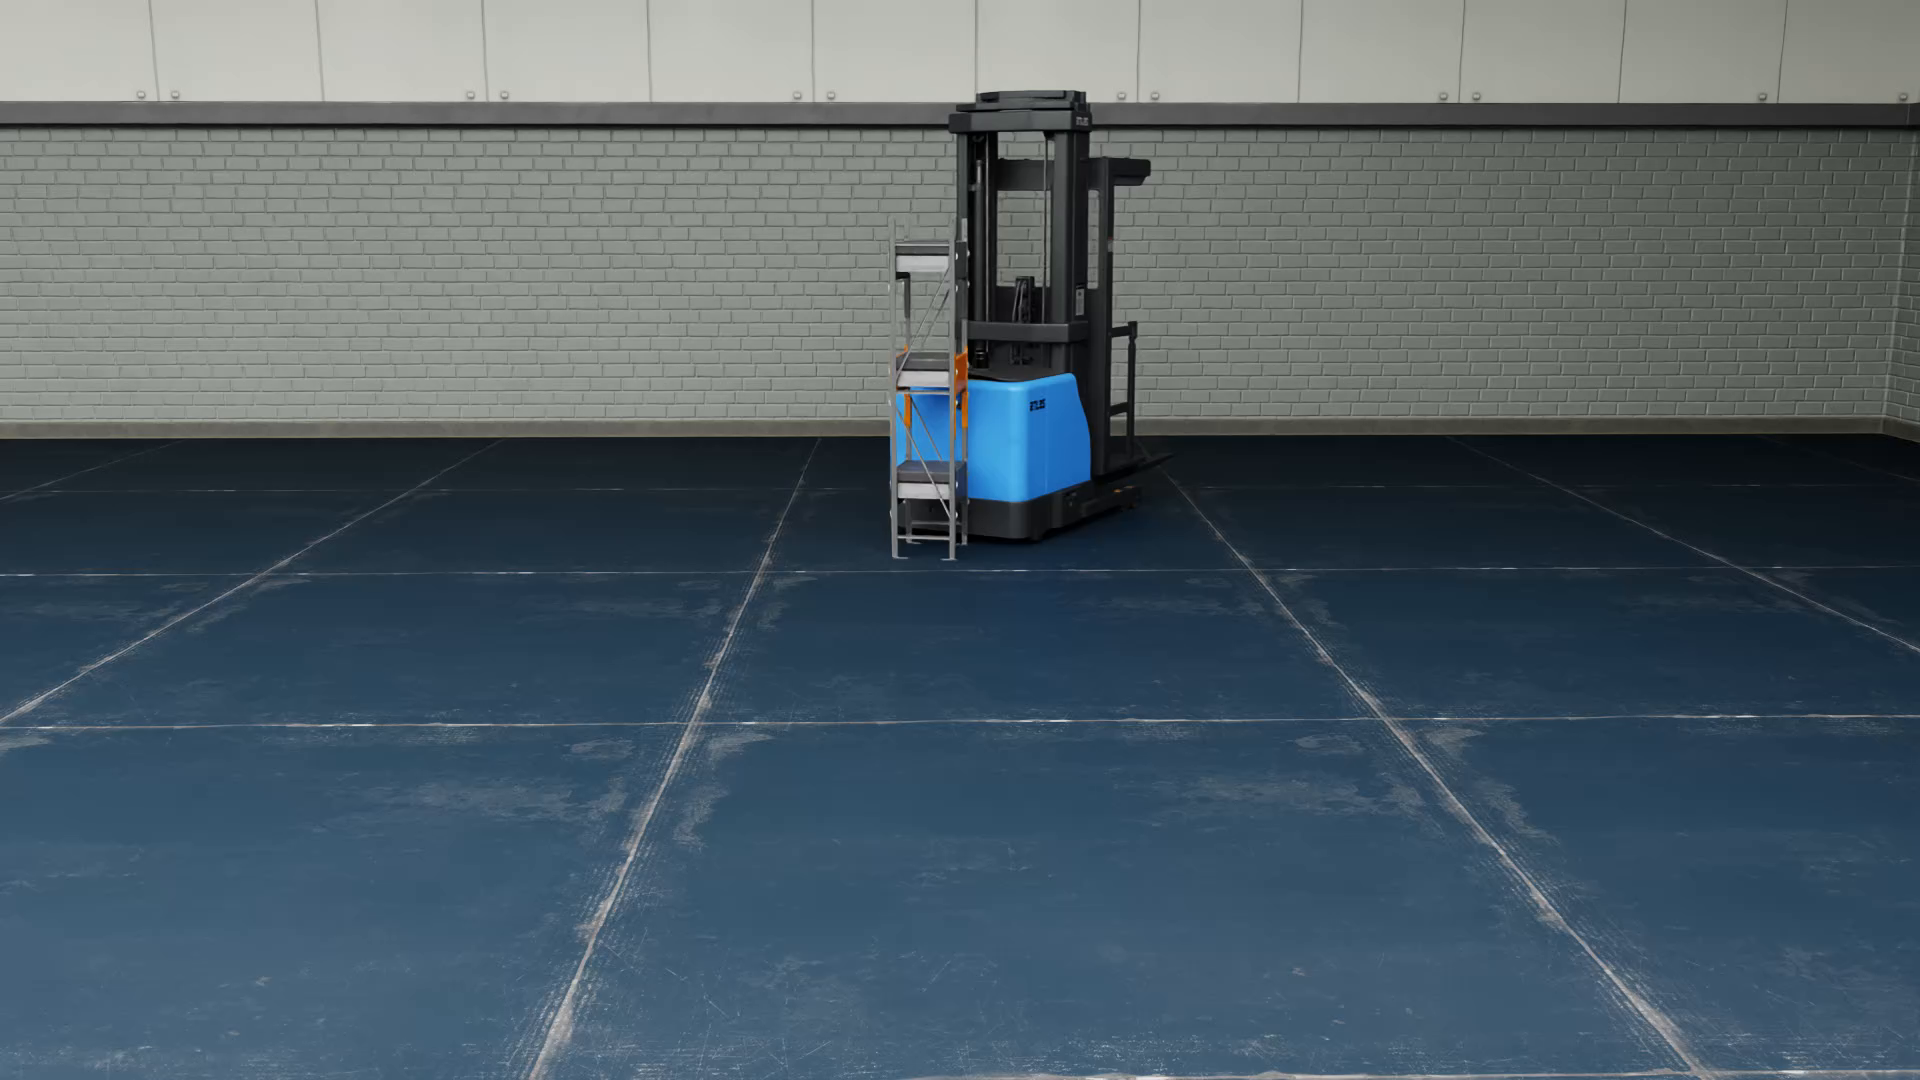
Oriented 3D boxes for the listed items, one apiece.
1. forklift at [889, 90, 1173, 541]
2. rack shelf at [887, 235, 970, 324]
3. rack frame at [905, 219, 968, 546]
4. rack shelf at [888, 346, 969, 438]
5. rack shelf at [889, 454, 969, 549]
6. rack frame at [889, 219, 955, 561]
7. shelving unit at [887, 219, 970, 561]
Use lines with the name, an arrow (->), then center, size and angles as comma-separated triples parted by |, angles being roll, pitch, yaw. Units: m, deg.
forklift -> 0.683, -1.679, 11.962 | 1.130, 2.935, 3.031 | 6, 13, 29
rack shelf -> -0.190, -1.623, 10.327 | 0.431, 0.518, 0.480 | 2, 12, 9
rack frame -> -0.151, -0.998, 10.699 | 0.400, 2.100, 0.015 | 2, 12, 9
rack shelf -> -0.190, -0.937, 10.466 | 0.431, 0.518, 0.480 | 2, 12, 9
rack shelf -> -0.190, -0.251, 10.605 | 0.431, 0.518, 0.480 | 2, 12, 9
rack frame -> -0.229, -0.903, 10.227 | 0.400, 2.100, 0.015 | 2, 12, 9
shelving unit -> -0.190, -0.951, 10.463 | 0.431, 2.100, 0.503 | 2, 12, 9
